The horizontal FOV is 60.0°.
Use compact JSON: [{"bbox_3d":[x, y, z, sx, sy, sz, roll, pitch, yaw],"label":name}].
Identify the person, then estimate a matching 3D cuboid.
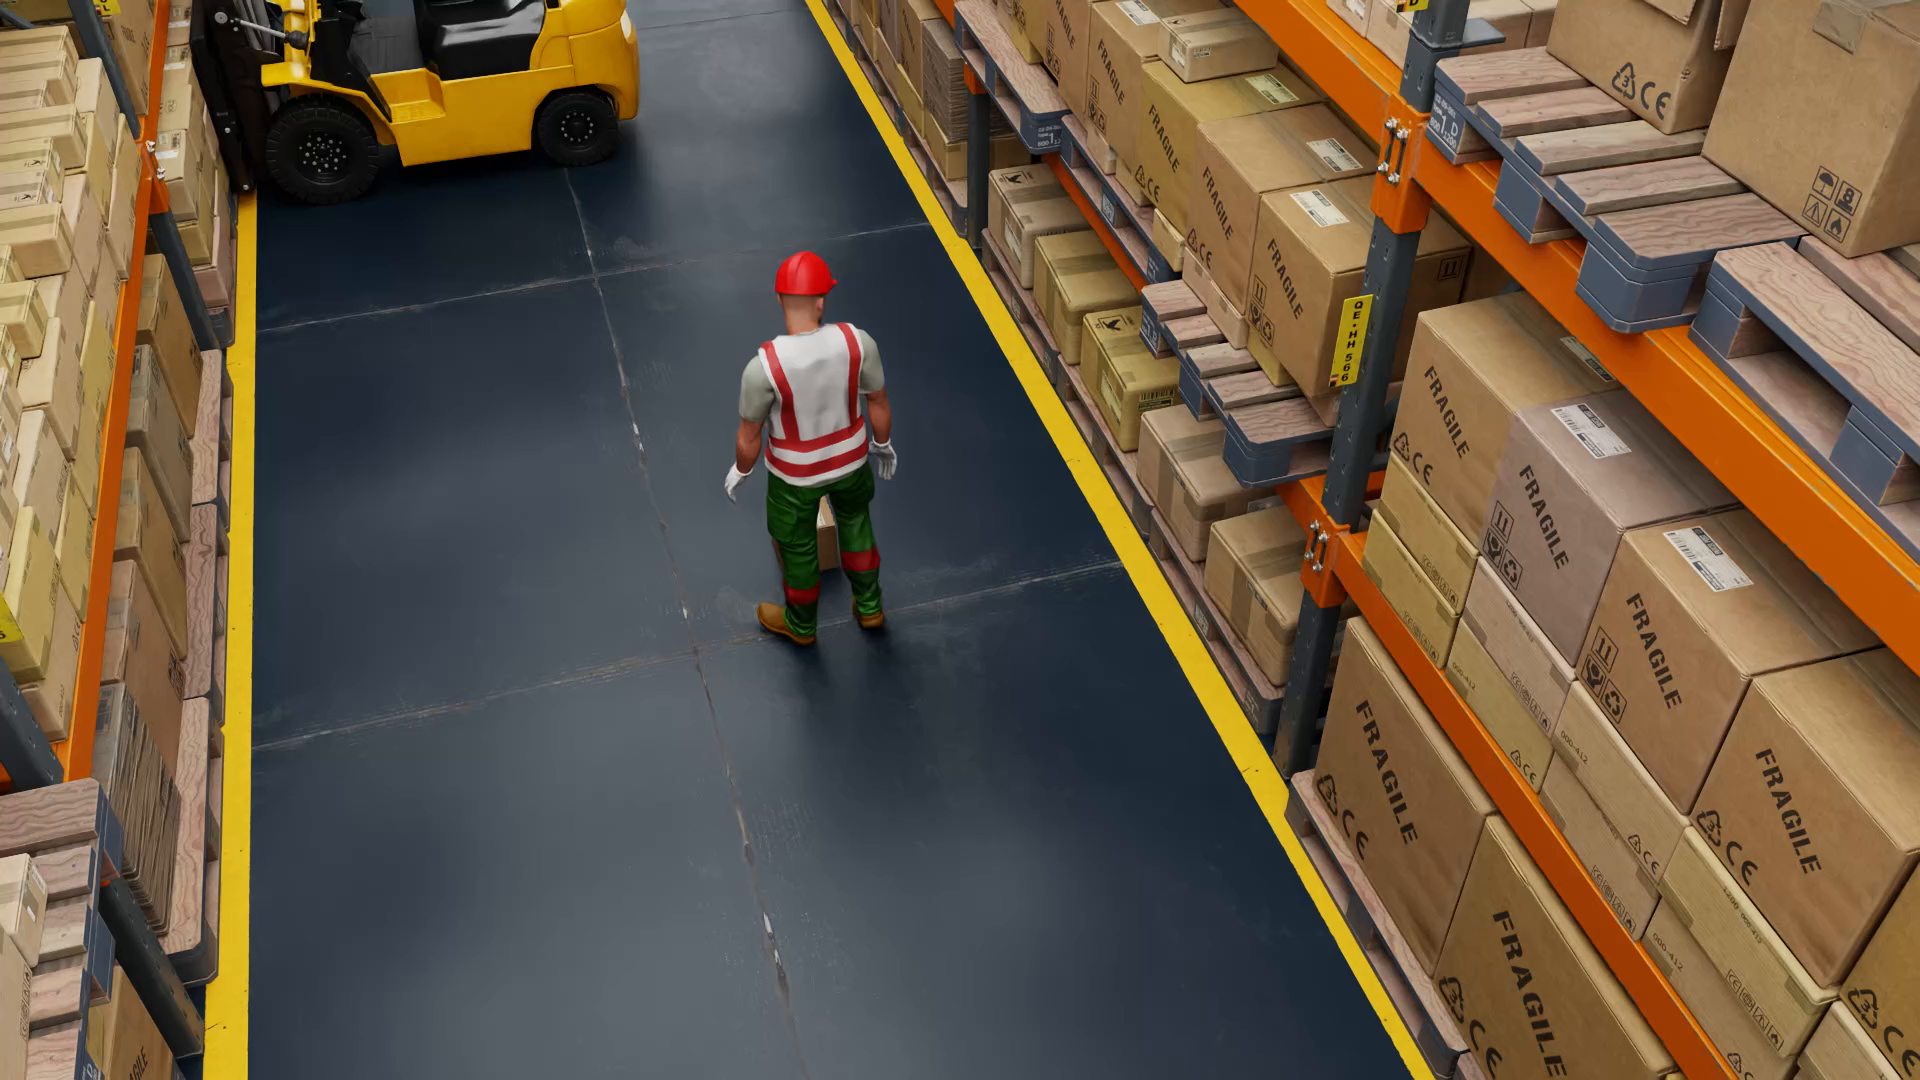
[{"bbox_3d":[-0.586,-0.300,6.466,0.659,1.790,0.389,-20,46,-21],"label":"person"}]
